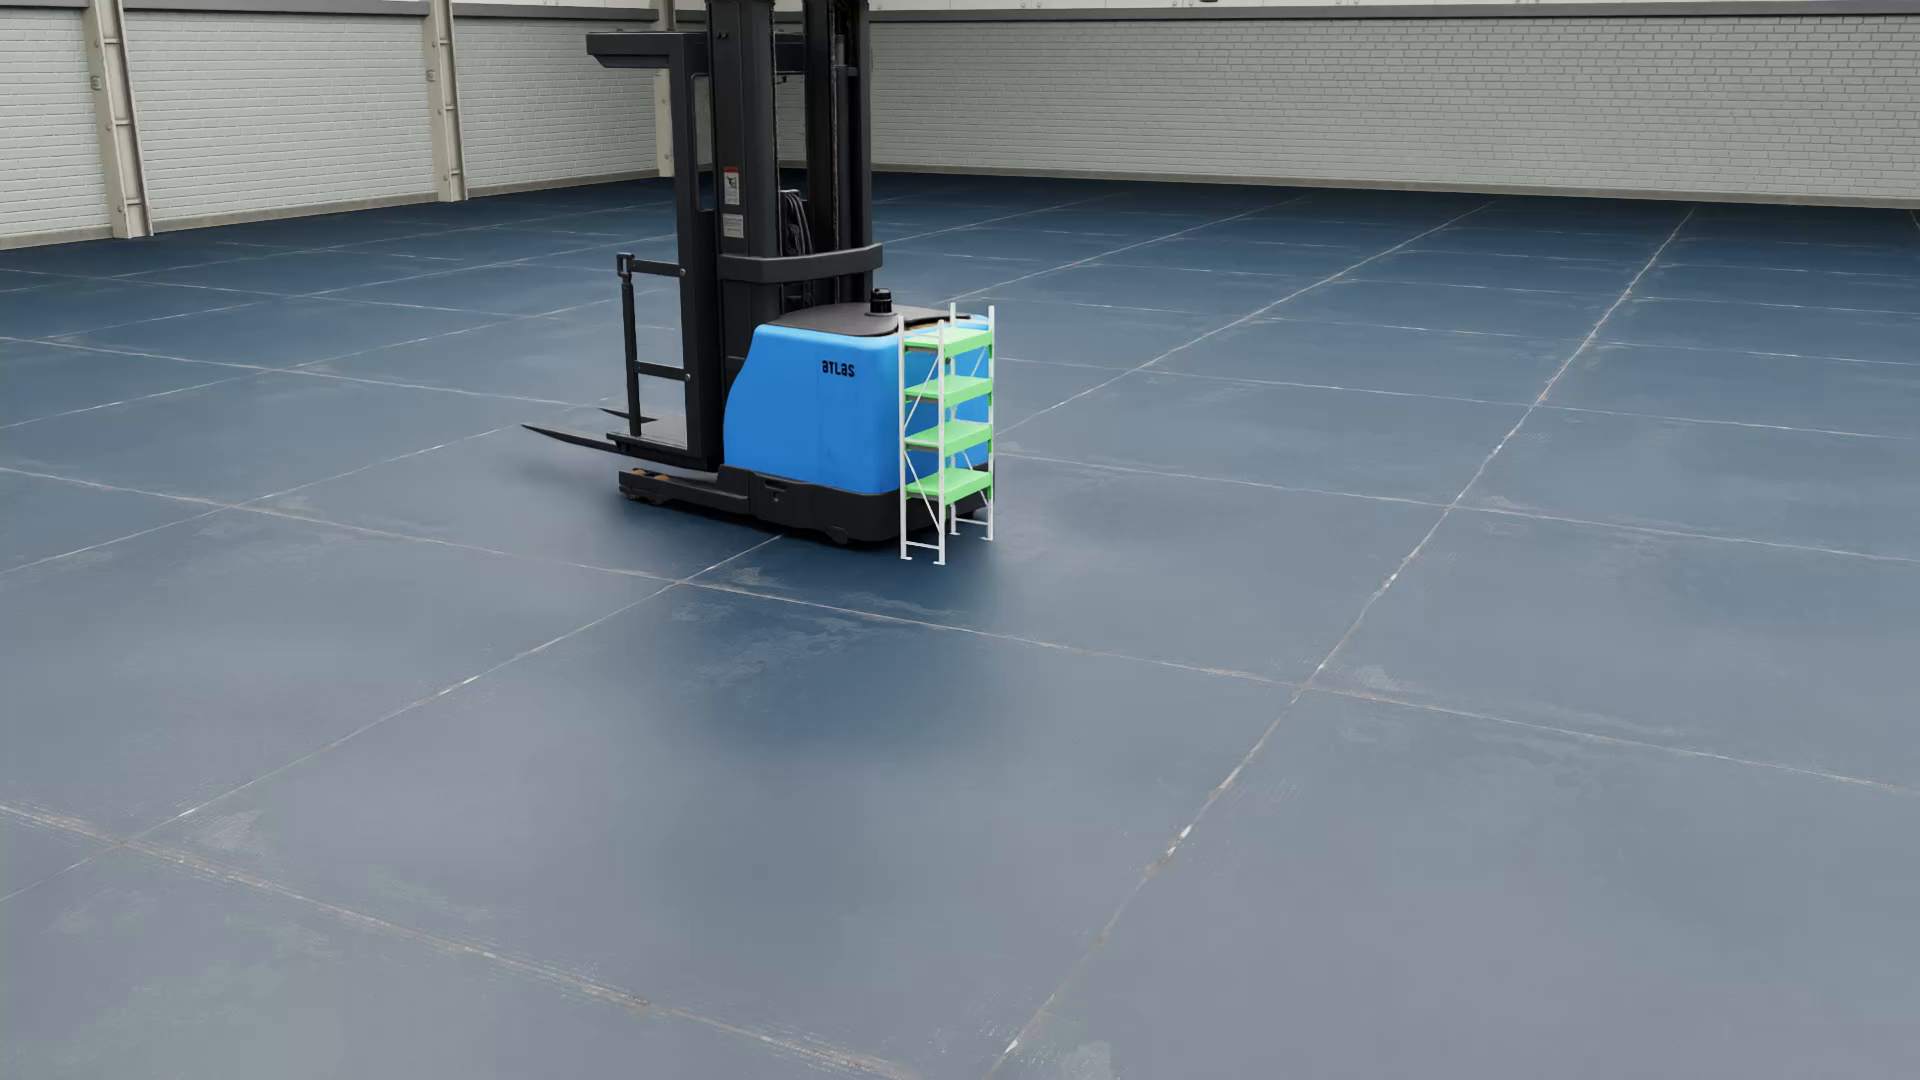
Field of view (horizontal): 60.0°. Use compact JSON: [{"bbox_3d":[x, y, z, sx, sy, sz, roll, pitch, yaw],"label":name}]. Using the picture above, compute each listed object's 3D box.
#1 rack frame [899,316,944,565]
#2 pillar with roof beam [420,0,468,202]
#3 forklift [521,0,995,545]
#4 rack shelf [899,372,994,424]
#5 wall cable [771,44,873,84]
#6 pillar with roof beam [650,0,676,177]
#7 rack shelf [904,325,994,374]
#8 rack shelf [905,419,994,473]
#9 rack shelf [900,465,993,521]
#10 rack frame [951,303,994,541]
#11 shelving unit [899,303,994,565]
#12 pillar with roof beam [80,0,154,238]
[{"bbox_3d":[-0.184,-0.470,7.999,0.240,1.200,0.015,9,19,29],"label":"rack frame"},{"bbox_3d":[-4.470,-9.336,24.151,9.100,9.000,0.400,8,18,25],"label":"pillar with roof beam"},{"bbox_3d":[-1.279,-1.701,9.103,3.031,2.935,1.130,13,21,37],"label":"forklift"},{"bbox_3d":[-0.062,-0.699,8.151,0.258,0.148,0.480,9,19,29],"label":"rack shelf"},{"bbox_3d":[-3.141,-10.505,33.543,3.097,2.526,0.112,8,18,25],"label":"wall cable"},{"bbox_3d":[-1.789,-10.864,29.297,9.100,9.000,0.400,8,18,25],"label":"pillar with roof beam"},{"bbox_3d":[-0.062,-0.929,8.083,0.258,0.148,0.480,9,19,29],"label":"rack shelf"},{"bbox_3d":[-0.062,-0.469,8.219,0.258,0.148,0.480,9,19,29],"label":"rack shelf"},{"bbox_3d":[-0.062,-0.239,8.288,0.258,0.148,0.480,9,19,29],"label":"rack shelf"},{"bbox_3d":[0.060,-0.590,8.404,0.240,1.200,0.015,9,19,29],"label":"rack frame"},{"bbox_3d":[-0.062,-0.530,8.201,0.258,1.200,0.503,9,19,29],"label":"shelving unit"},{"bbox_3d":[-7.151,-7.807,19.006,9.100,9.000,0.400,8,18,25],"label":"pillar with roof beam"}]
